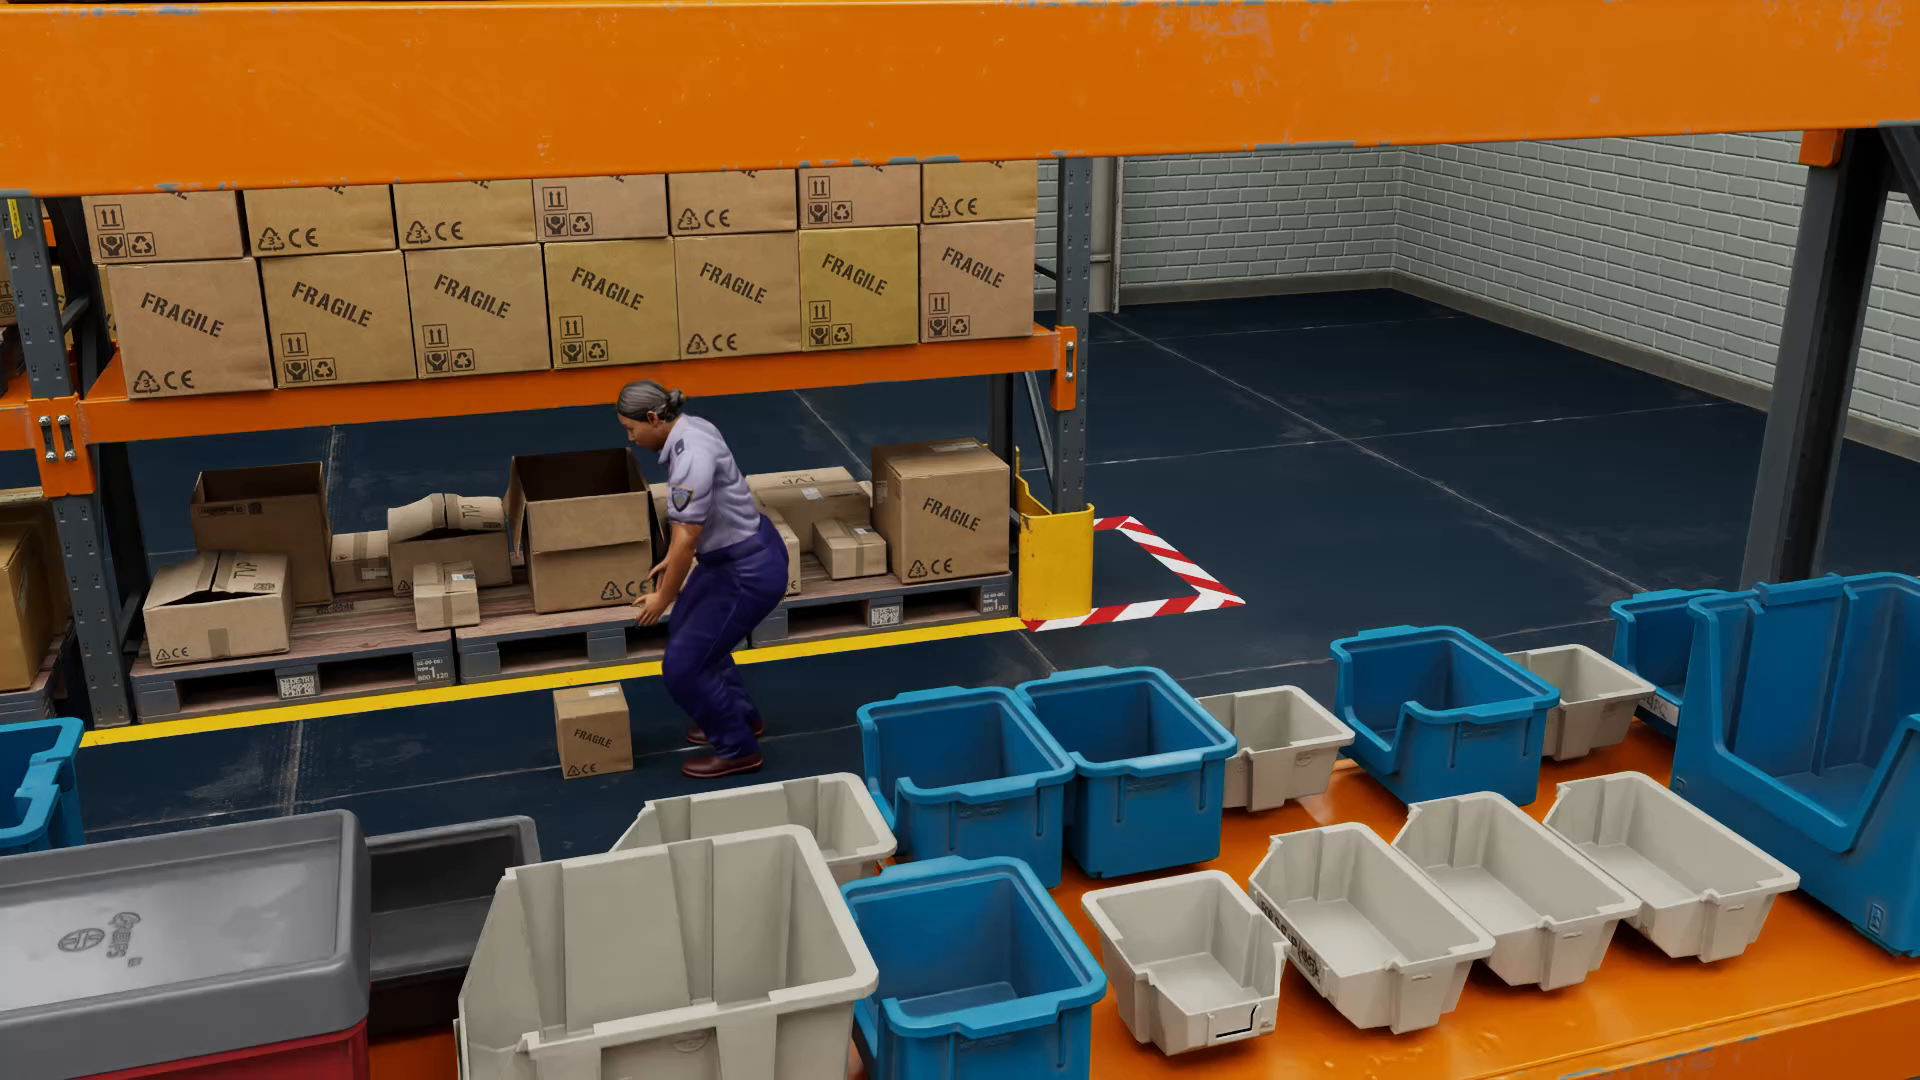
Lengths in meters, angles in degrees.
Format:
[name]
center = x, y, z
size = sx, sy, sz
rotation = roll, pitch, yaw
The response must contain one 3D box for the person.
[person]
center = -0.931, 0.135, 5.997
size = 0.518, 1.469, 0.528
rotation = -2, 19, -5
